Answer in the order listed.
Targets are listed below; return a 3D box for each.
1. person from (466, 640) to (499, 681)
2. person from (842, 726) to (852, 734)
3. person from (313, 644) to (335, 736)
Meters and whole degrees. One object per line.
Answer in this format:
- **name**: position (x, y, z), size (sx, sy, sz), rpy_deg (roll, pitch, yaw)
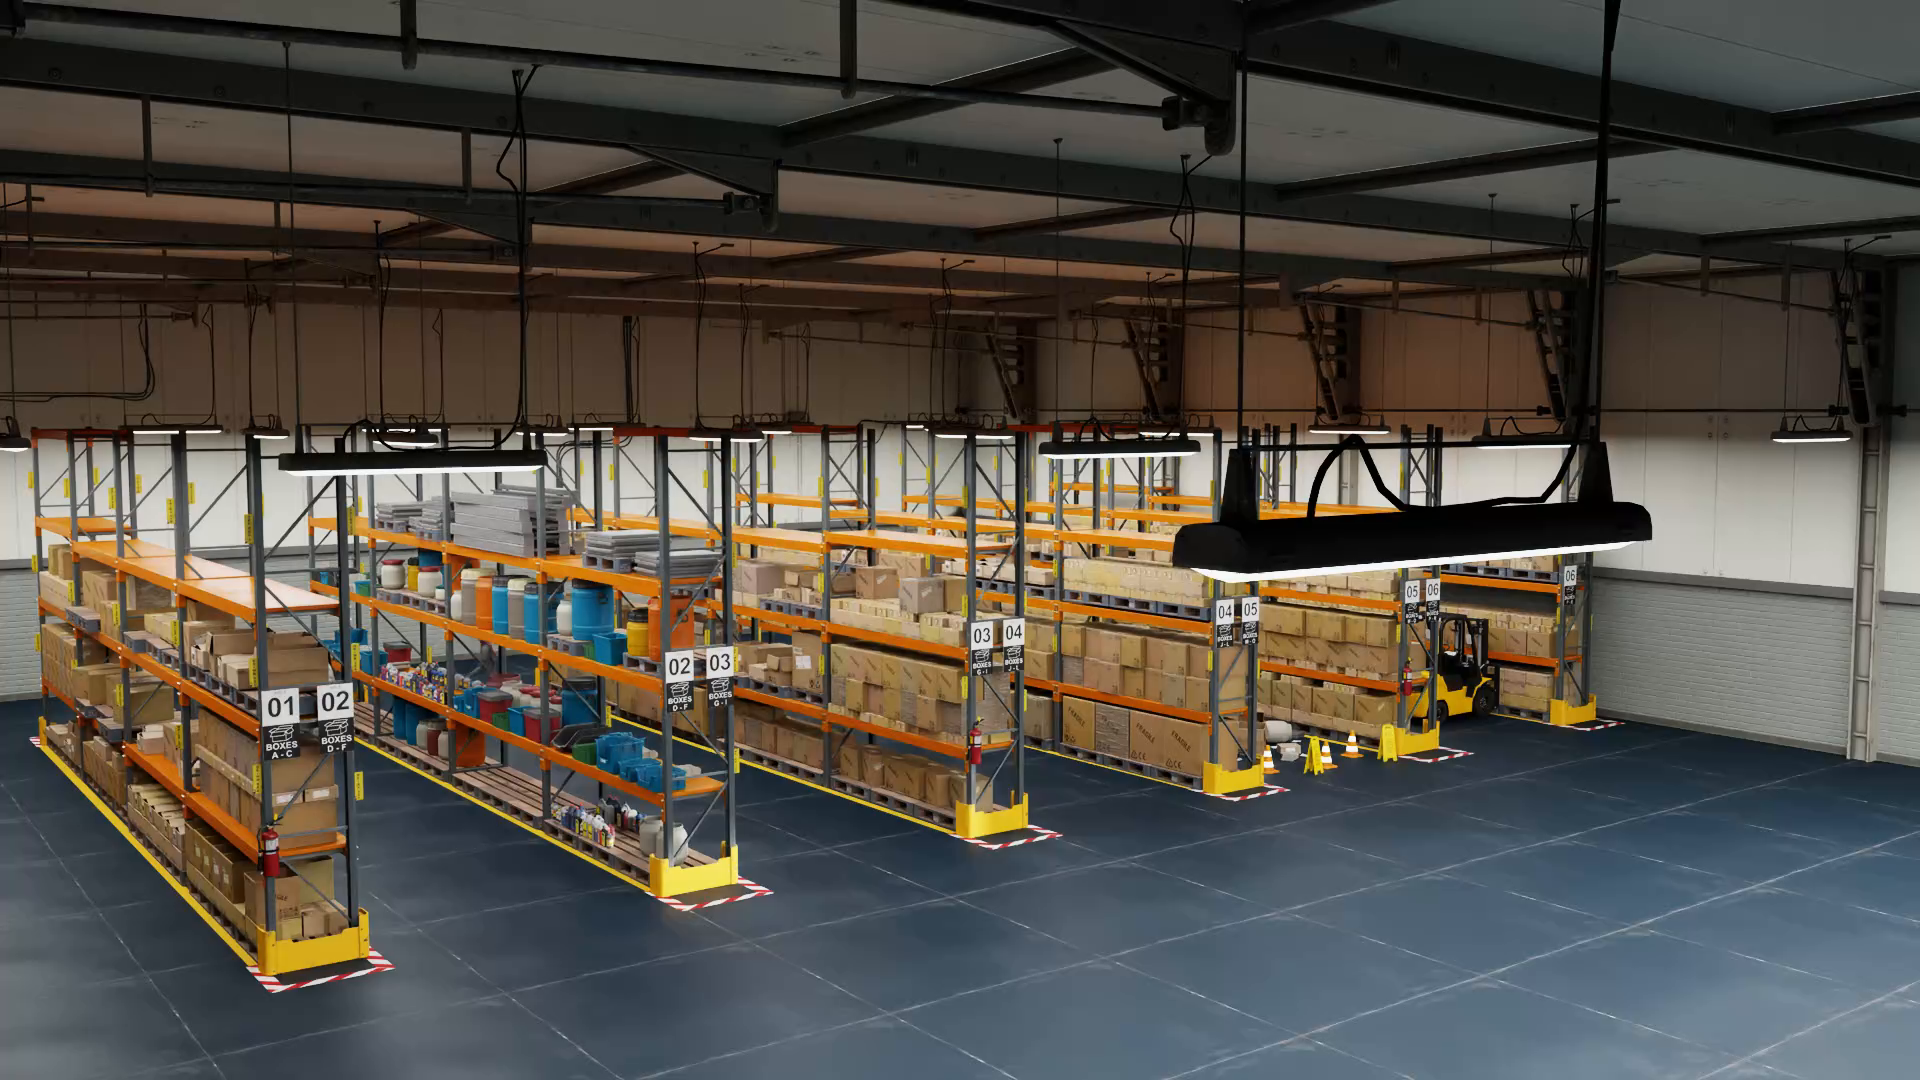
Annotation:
- **person**: position (-10.911, 2.528, 38.137), size (0.911, 1.595, 0.474), rpy_deg (-2, 5, -19)
- **person**: position (-2.063, 3.040, 31.073), size (0.408, 1.808, 0.650), rpy_deg (-1, 5, -18)
- **person**: position (-12.458, 2.942, 32.544), size (0.418, 1.842, 0.630), rpy_deg (1, 5, 9)
